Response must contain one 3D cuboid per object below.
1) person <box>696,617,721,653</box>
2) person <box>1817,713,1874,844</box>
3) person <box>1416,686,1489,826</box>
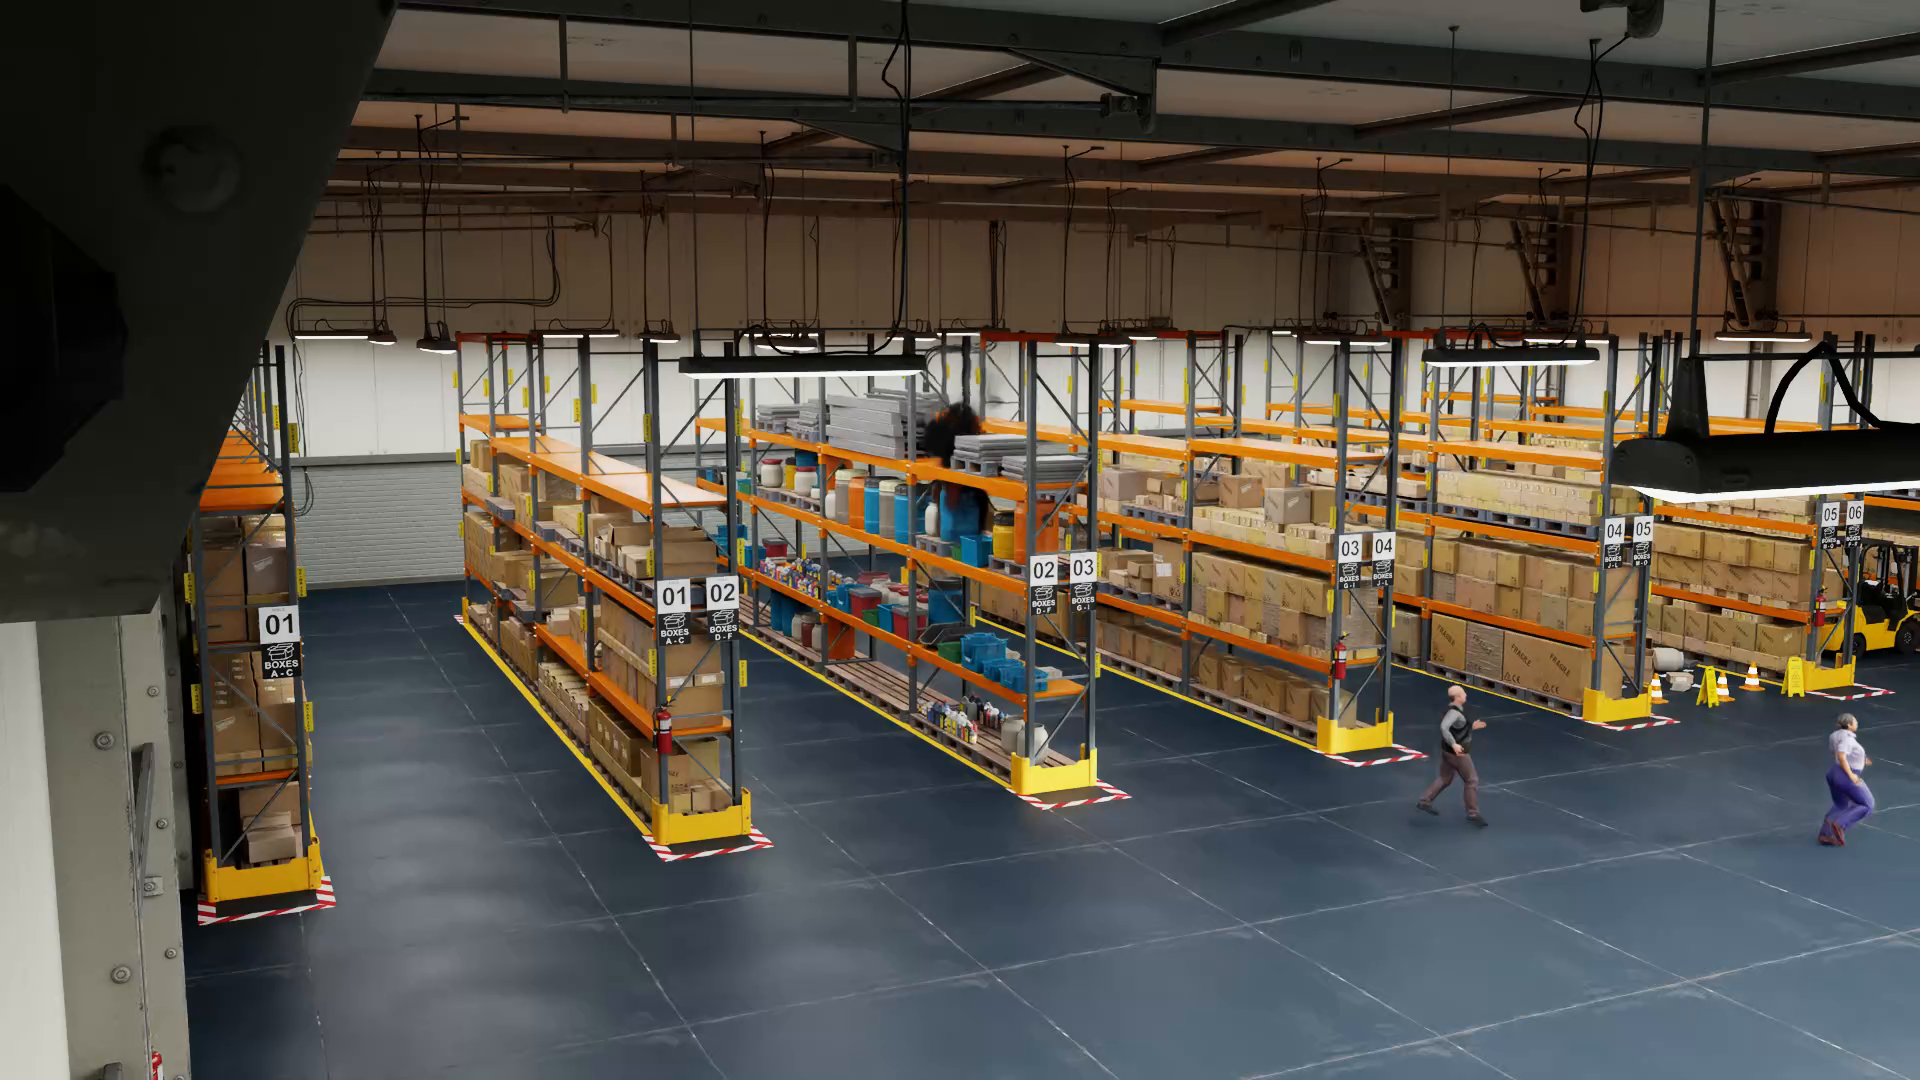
[{"bbox_3d":[-4.428,1.579,29.175,0.578,1.652,0.903,-6,10,-39],"label":"person"},{"bbox_3d":[10.633,2.860,19.891,0.583,1.609,0.592,0,8,0],"label":"person"},{"bbox_3d":[6.175,2.681,20.738,0.871,1.754,0.641,0,8,3],"label":"person"}]
